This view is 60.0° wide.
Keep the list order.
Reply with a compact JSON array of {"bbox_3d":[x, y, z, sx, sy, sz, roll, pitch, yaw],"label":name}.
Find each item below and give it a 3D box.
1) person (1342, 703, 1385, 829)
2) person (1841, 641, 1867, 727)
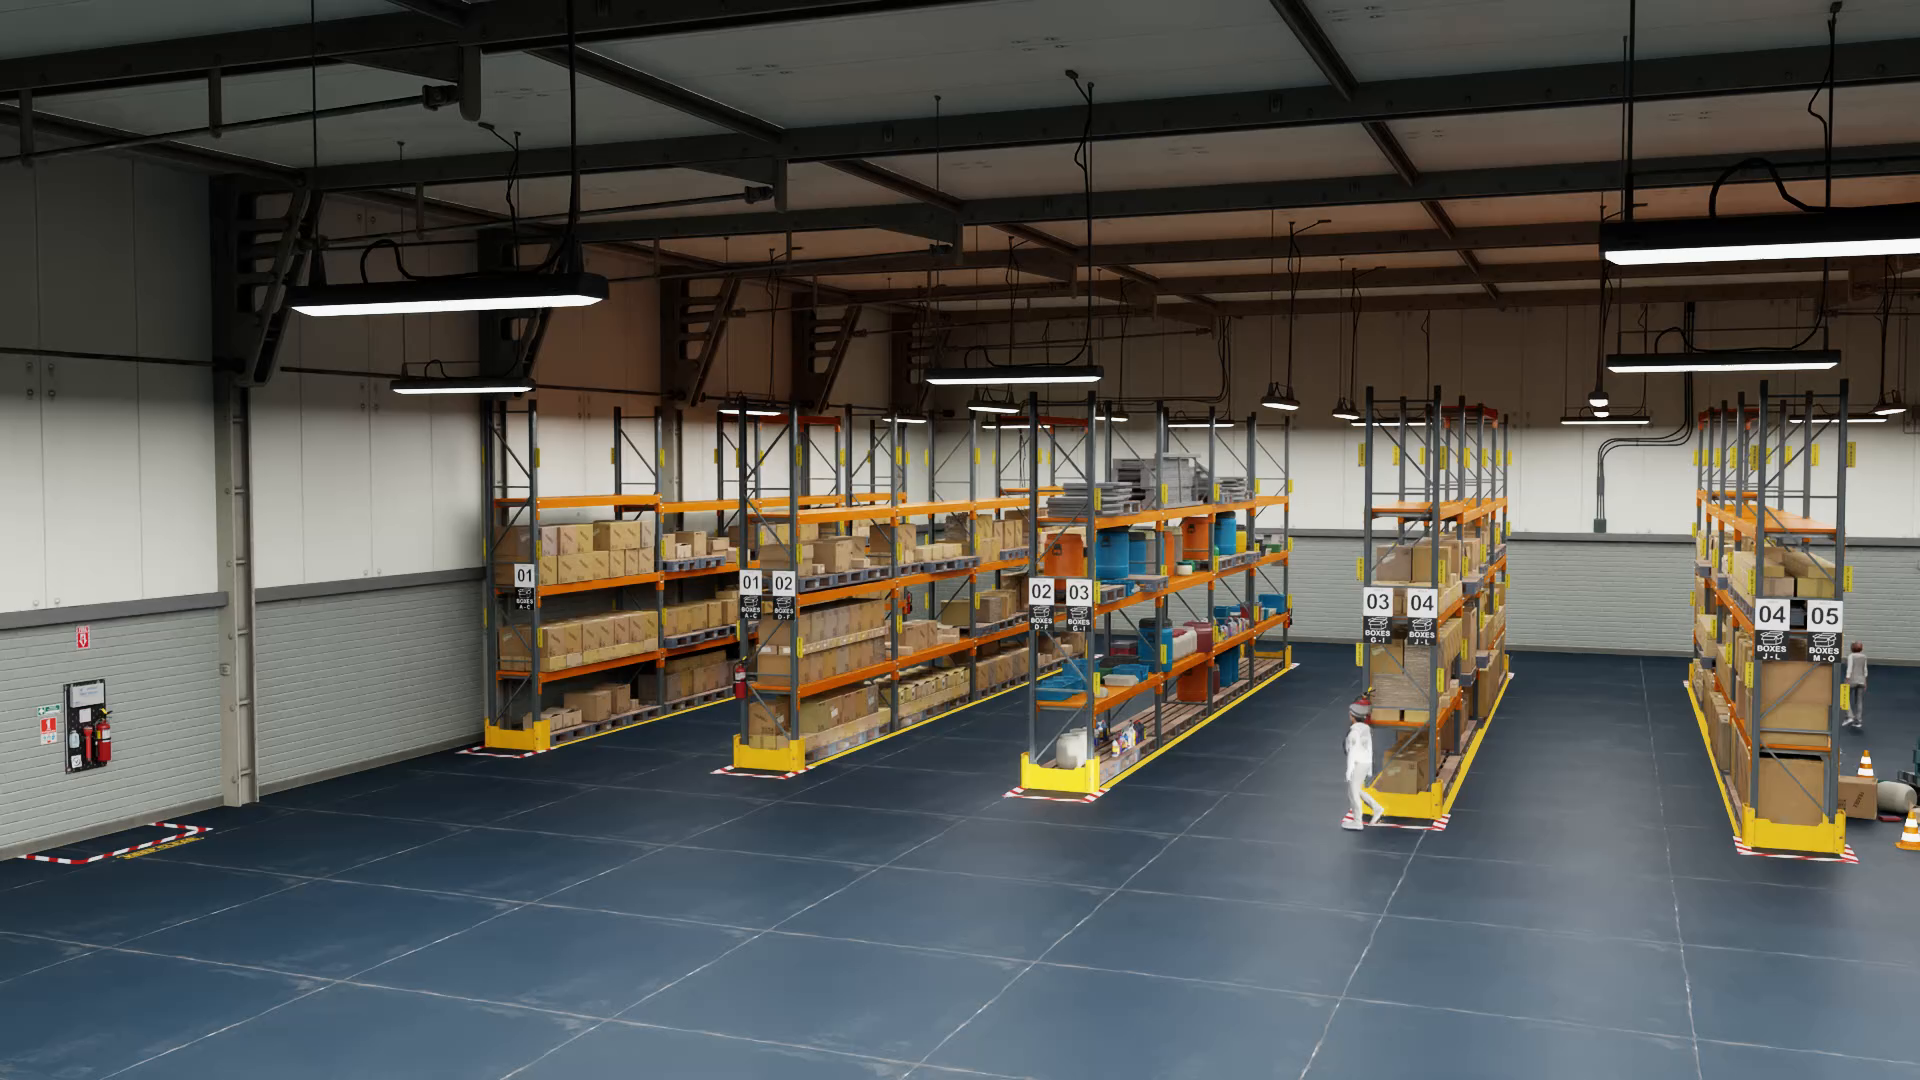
[{"bbox_3d":[5.422,3.043,22.377,0.515,1.678,0.483,2,3,29],"label":"person"},{"bbox_3d":[16.656,2.676,30.928,0.441,1.595,0.384,0,3,-3],"label":"person"}]
